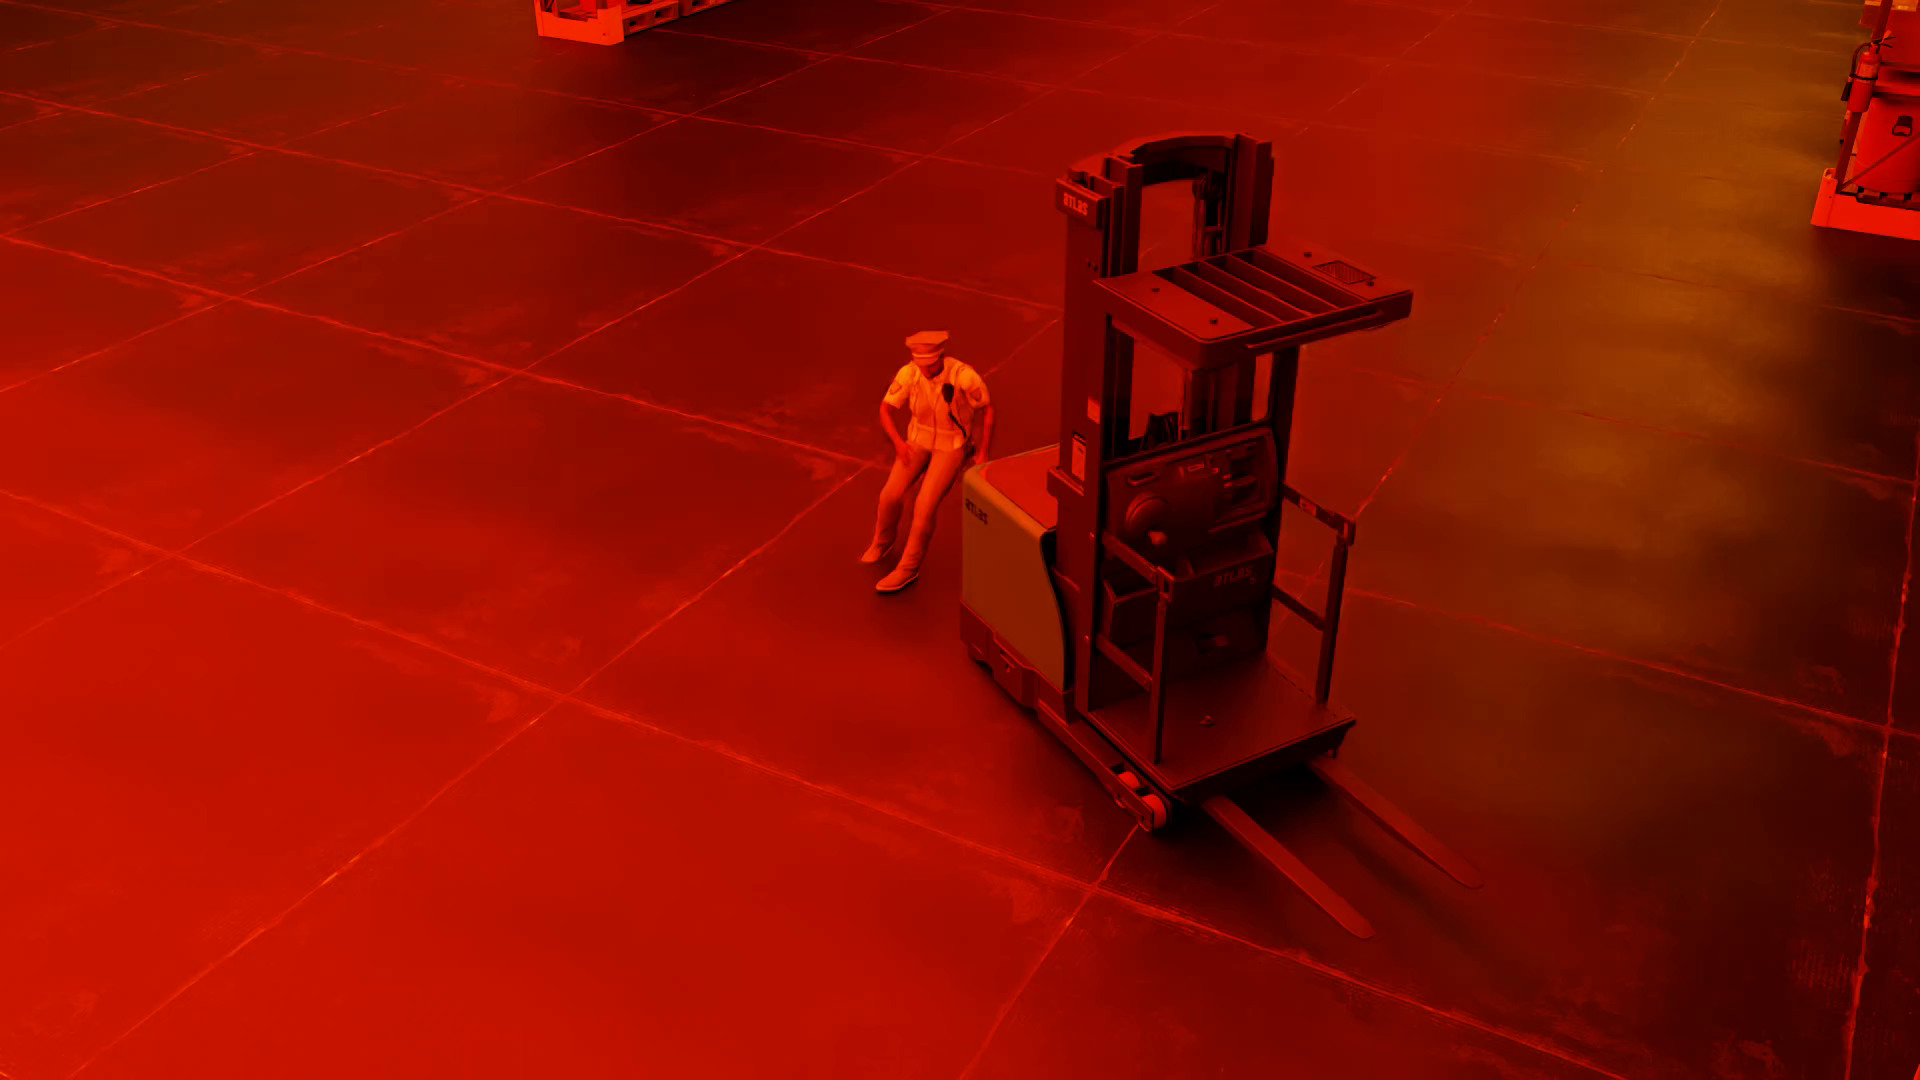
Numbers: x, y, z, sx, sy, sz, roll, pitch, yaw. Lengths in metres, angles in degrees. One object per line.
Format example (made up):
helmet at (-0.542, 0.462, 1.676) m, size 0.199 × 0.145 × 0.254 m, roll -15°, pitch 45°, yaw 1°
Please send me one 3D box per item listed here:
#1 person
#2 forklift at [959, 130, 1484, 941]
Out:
person at (-0.225, -0.452, 9.458) m, size 0.726 × 1.462 × 0.858 m, roll 8°, pitch 31°, yaw 14°
forklift at (1.171, -0.191, 7.401) m, size 1.130 × 2.935 × 3.031 m, roll -16°, pitch 34°, yaw -26°
